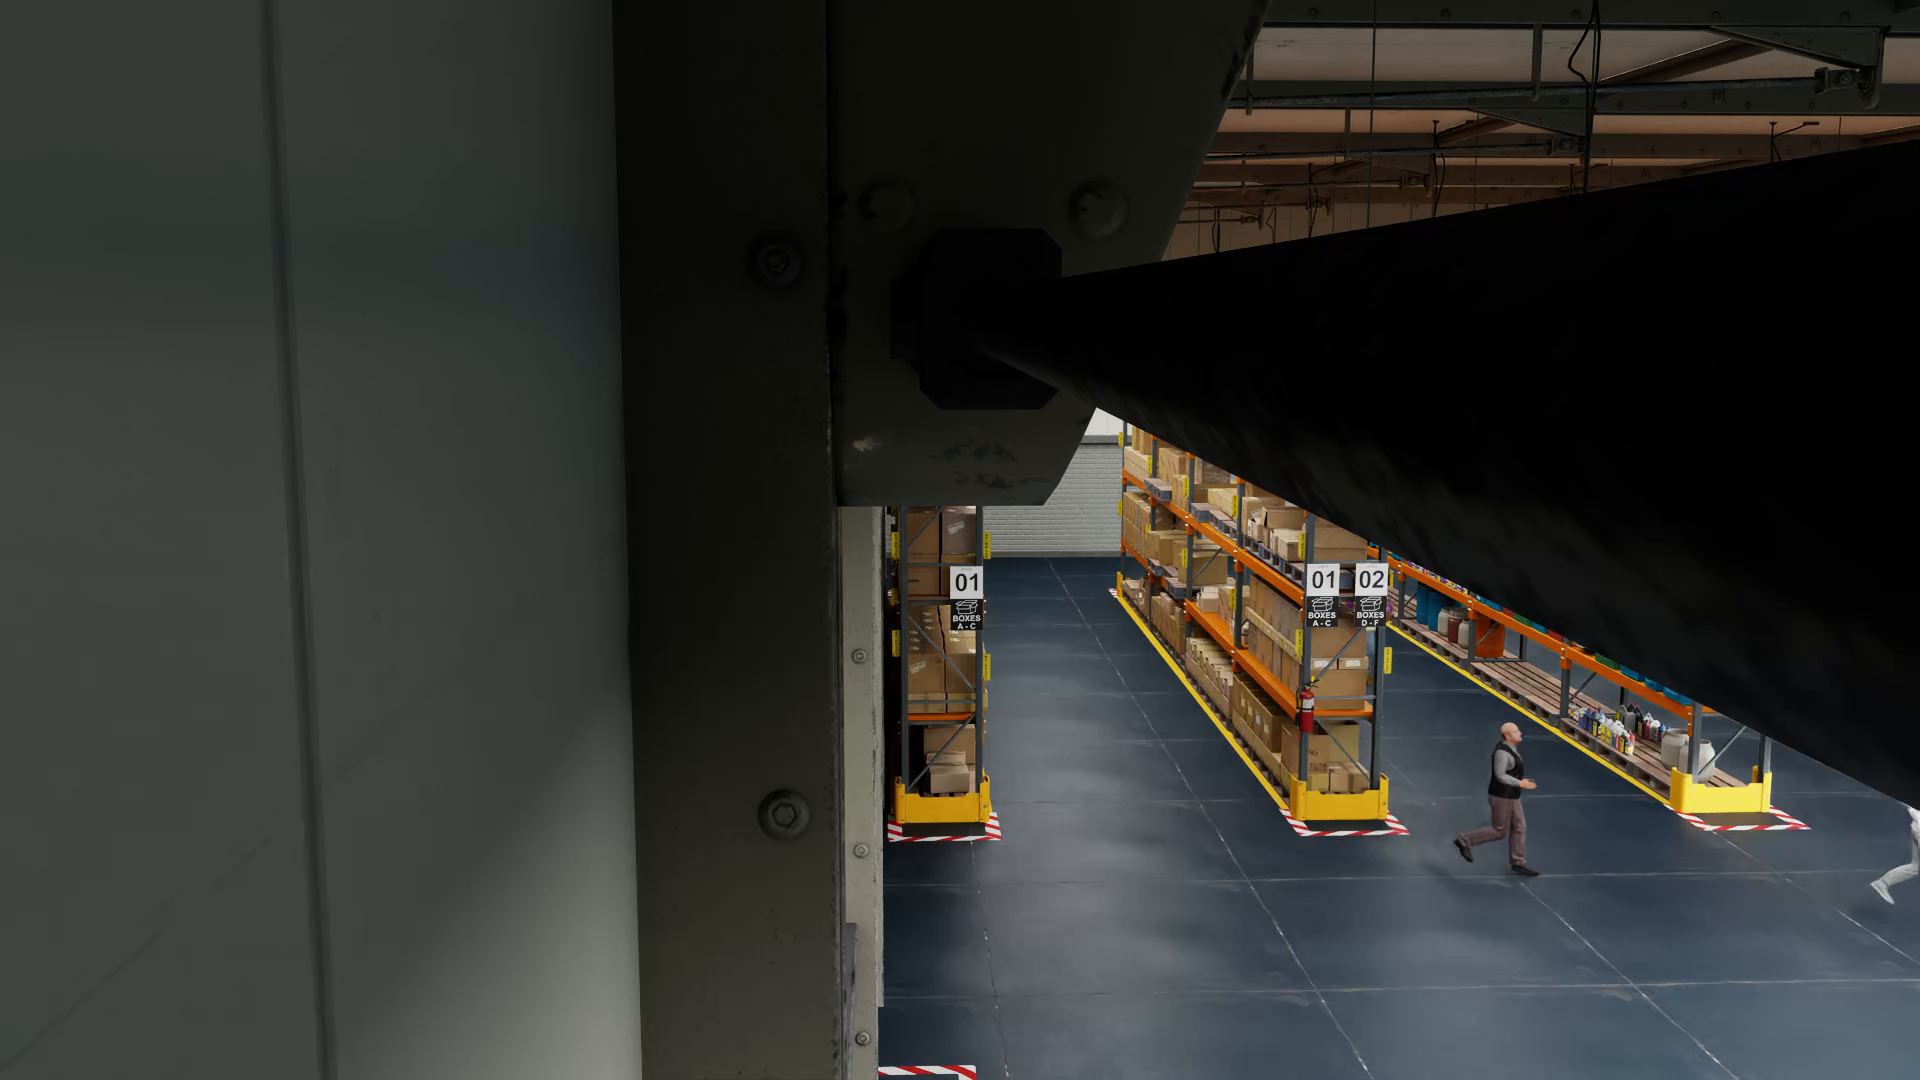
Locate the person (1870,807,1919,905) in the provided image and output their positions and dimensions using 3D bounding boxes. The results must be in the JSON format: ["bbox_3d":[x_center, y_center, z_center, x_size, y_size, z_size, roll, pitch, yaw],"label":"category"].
[{"bbox_3d":[10.011,3.080,17.240,0.927,1.709,0.615,3,8,19],"label":"person"}]

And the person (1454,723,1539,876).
[{"bbox_3d":[6.067,2.883,18.666,0.904,1.726,0.670,4,9,27],"label":"person"}]

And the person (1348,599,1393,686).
[{"bbox_3d":[6.943,1.542,27.958,0.670,1.801,0.728,-2,8,-15],"label":"person"}]
